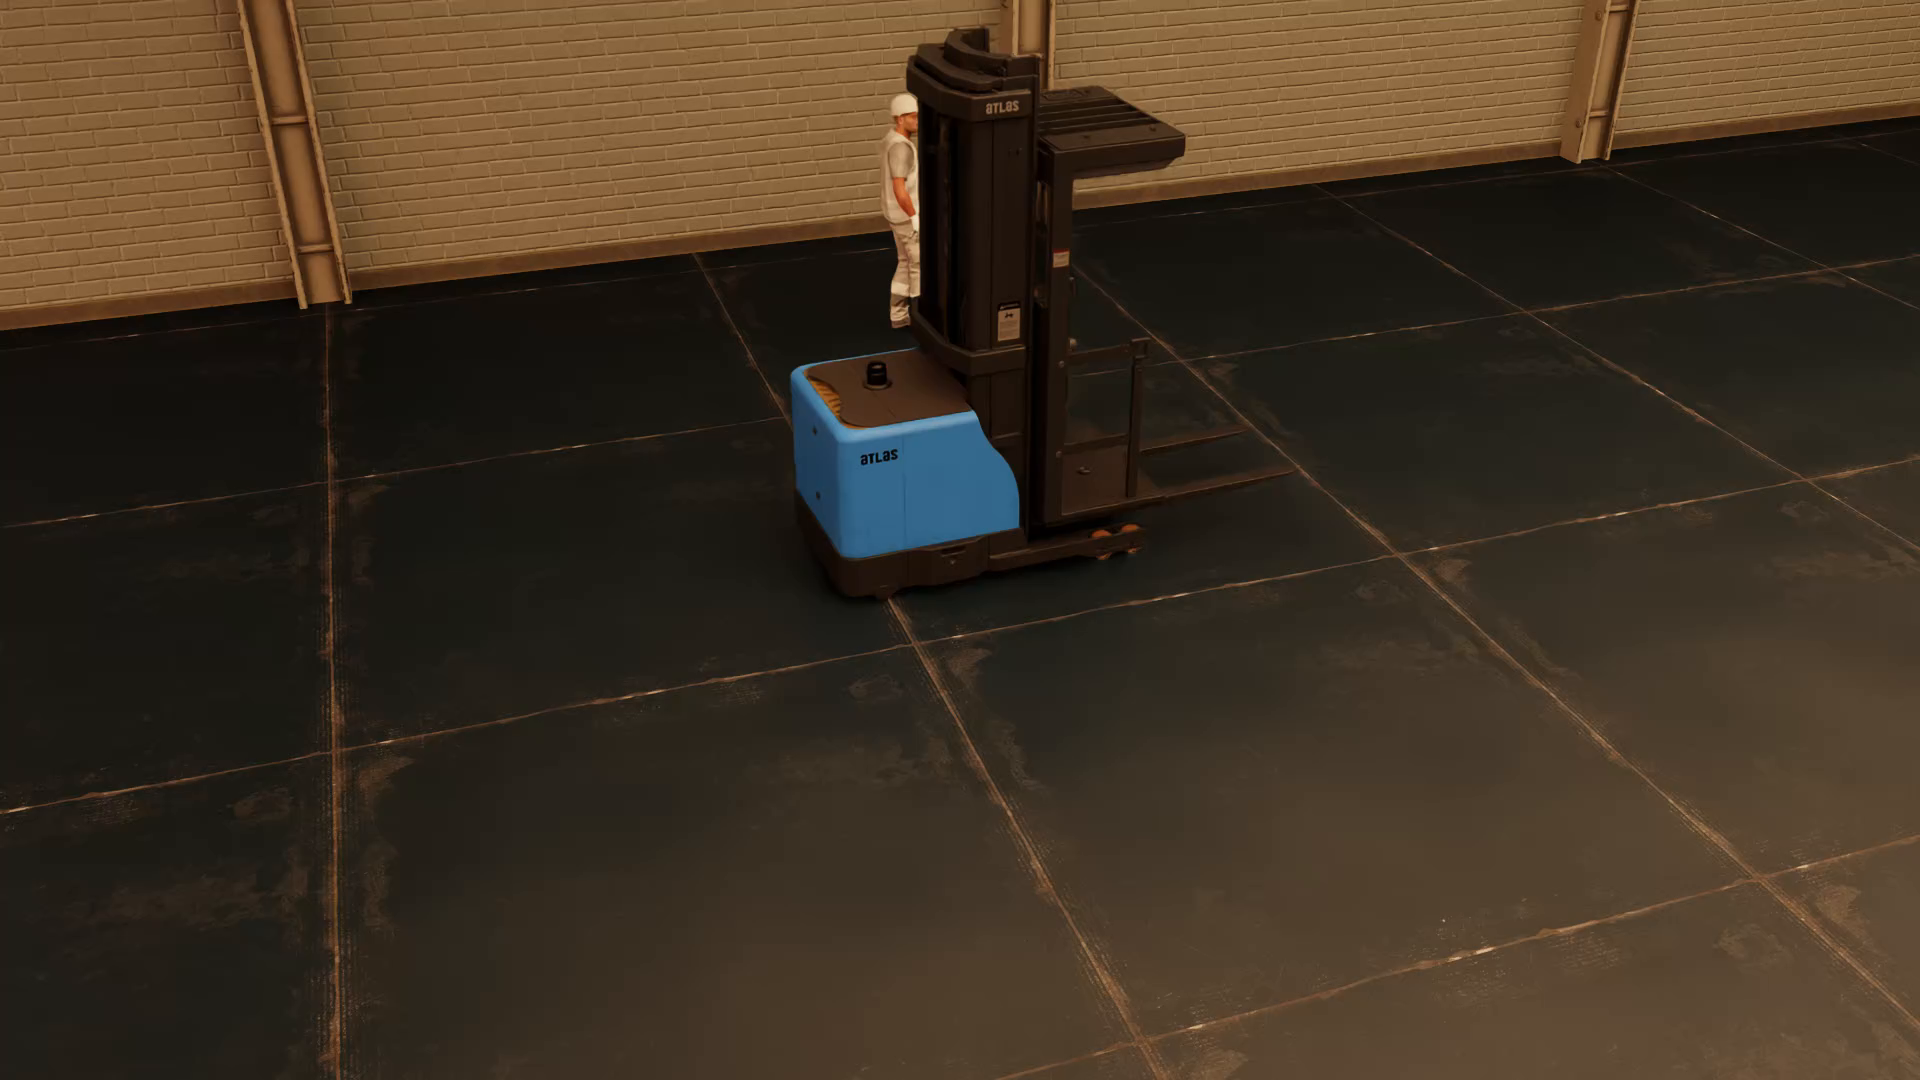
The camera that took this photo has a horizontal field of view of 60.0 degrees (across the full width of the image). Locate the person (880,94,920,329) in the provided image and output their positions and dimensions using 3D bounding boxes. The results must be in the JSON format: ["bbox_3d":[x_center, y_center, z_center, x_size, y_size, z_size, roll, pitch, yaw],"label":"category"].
[{"bbox_3d":[-0.317,-2.431,12.462,0.529,1.787,0.723,-8,31,-14],"label":"person"}]

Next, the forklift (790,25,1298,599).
[{"bbox_3d":[0.572,-1.393,9.507,3.031,2.935,1.130,-11,32,-19],"label":"forklift"}]
